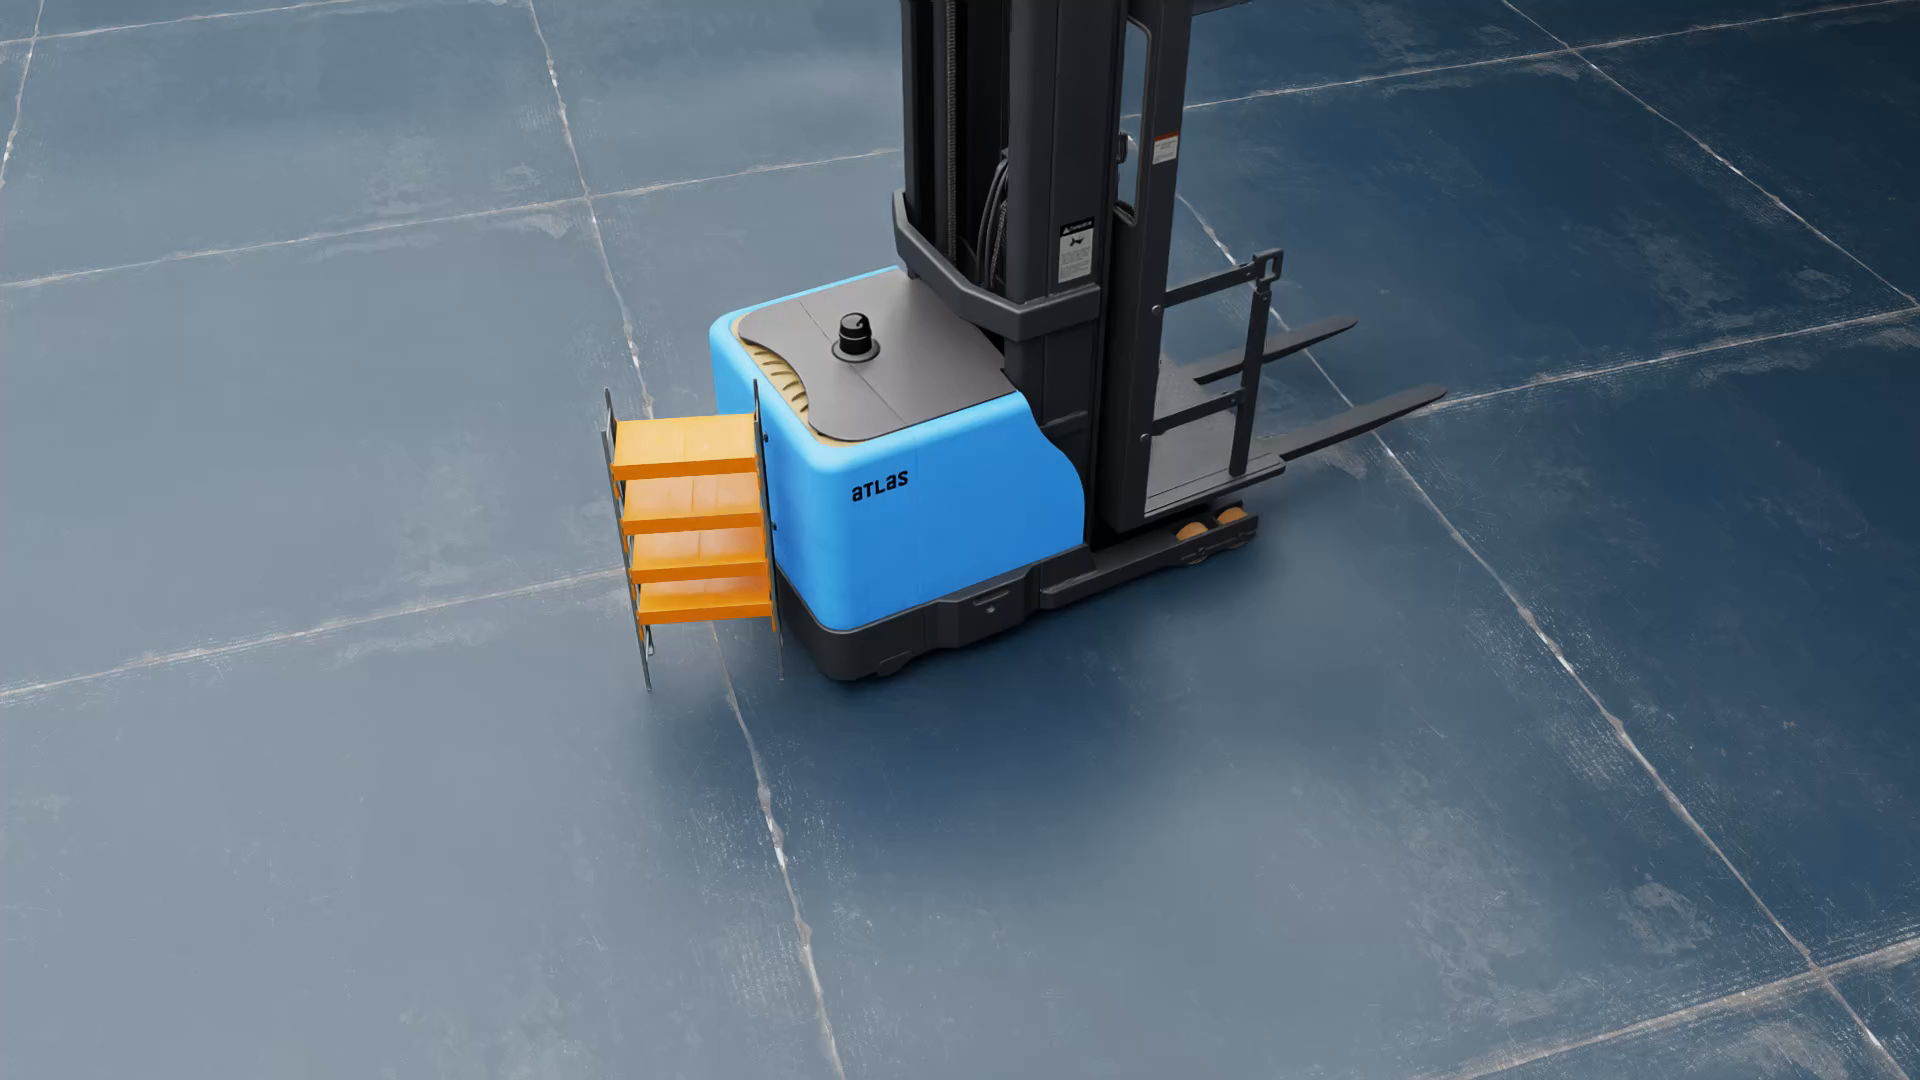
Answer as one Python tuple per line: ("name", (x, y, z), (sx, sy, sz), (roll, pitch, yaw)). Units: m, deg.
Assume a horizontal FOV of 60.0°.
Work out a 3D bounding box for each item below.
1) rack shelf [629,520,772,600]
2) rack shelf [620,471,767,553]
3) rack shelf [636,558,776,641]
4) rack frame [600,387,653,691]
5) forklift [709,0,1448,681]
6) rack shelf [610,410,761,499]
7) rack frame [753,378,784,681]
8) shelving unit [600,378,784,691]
("rack shelf", (-0.914, 0.059, 5.873), (0.480, 0.148, 0.258), (-4, 41, -4))
("rack shelf", (-0.914, -0.110, 5.726), (0.480, 0.148, 0.258), (-4, 41, -4))
("rack shelf", (-0.914, 0.208, 6.004), (0.480, 0.148, 0.258), (-4, 41, -4))
("rack frame", (-1.156, 0.025, 5.810), (0.015, 1.200, 0.240), (-4, 41, -4))
("forklift", (0.614, -1.293, 6.003), (3.031, 2.935, 1.130), (-20, 45, -21))
("rack shelf", (-0.914, -0.288, 5.570), (0.480, 0.148, 0.258), (-4, 41, -4))
("rack frame", (-0.671, -0.009, 5.848), (0.015, 1.200, 0.240), (-4, 41, -4))
("shelving unit", (-0.914, 0.008, 5.829), (0.503, 1.200, 0.258), (-4, 41, -4))
